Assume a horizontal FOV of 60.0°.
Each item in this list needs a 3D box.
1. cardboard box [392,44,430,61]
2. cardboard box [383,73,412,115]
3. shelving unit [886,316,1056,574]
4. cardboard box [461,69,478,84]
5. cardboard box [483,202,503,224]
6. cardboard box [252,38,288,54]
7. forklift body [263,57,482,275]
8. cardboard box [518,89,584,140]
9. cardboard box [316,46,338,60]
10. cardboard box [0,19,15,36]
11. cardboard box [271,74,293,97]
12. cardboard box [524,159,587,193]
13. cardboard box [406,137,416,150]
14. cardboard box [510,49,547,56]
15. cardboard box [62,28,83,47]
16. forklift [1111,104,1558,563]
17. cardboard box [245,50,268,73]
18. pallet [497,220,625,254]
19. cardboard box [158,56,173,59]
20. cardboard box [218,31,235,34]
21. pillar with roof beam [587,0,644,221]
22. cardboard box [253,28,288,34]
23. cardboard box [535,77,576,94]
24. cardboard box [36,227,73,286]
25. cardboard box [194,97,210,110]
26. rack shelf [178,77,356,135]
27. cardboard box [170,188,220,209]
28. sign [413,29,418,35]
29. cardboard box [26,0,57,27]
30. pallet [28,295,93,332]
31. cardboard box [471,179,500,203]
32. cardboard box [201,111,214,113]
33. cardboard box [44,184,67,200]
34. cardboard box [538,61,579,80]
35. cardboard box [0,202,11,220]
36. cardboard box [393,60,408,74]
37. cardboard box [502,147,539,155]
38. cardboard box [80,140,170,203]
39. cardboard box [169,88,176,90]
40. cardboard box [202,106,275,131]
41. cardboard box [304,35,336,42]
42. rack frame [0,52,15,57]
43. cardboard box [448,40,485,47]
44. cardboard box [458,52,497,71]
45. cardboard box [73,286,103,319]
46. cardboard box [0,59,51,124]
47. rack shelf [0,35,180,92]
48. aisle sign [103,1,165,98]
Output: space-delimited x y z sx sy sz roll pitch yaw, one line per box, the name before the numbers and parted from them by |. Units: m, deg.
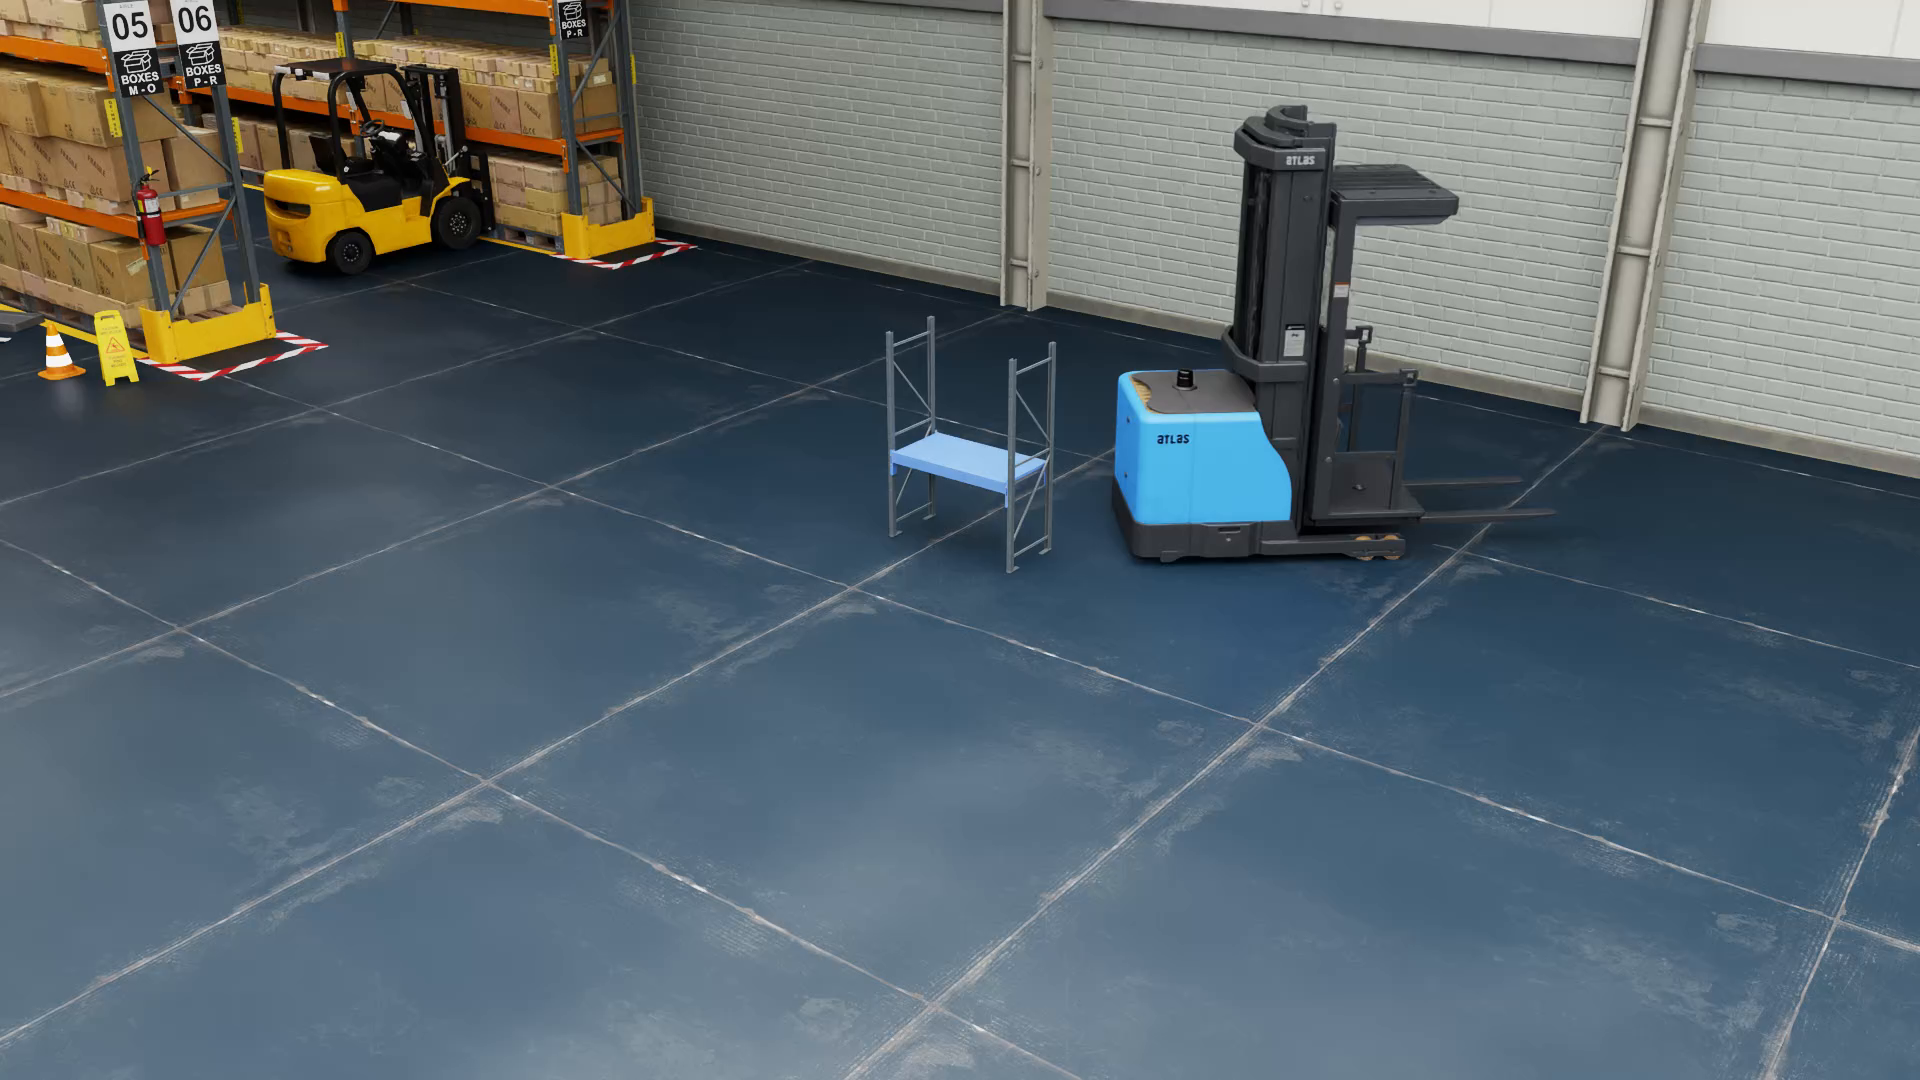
cardboard box | -6.626 -5.895 20.113 0.250 0.149 0.380 18 29 34
cardboard box | -6.696 -5.511 20.414 0.500 0.500 0.500 17 29 34
shelving unit | 0.068 -0.666 11.401 1.048 1.500 0.538 17 29 33
cardboard box | -5.607 -5.449 19.468 0.250 0.149 0.380 17 29 34
cardboard box | -5.473 -4.003 20.005 0.500 0.250 0.500 17 29 34
cardboard box | -9.026 -6.470 21.785 0.250 0.149 0.380 16 28 32
forklift body | -6.732 -4.292 18.824 1.214 2.155 2.313 17 29 33
cardboard box | -4.671 -4.891 19.005 0.500 0.500 0.500 16 28 32
cardboard box | -7.945 -6.188 21.145 0.250 0.149 0.380 16 29 33
cardboard box | -8.803 -4.819 15.558 0.250 0.149 0.380 16 29 33
cardboard box | -8.666 -5.996 21.825 0.500 0.250 0.500 17 29 34
cardboard box | -4.676 -4.213 19.240 0.500 0.250 0.500 18 29 35
cardboard box | -6.719 -4.824 20.628 0.500 0.250 0.500 17 29 33
cardboard box | -5.085 -5.693 19.653 0.250 0.149 0.380 18 29 35
cardboard box | -7.766 -4.511 14.860 0.250 0.149 0.380 17 29 34
forklift | 2.650 -1.411 11.317 3.031 2.935 1.130 -2 24 -4
cardboard box | -9.081 -6.350 22.007 0.500 0.250 0.500 17 29 34
pallet | -4.757 -3.706 19.899 1.213 0.211 1.003 17 29 33
cardboard box | -11.277 -6.857 23.384 0.250 0.149 0.380 17 29 34
cardboard box | -10.008 -6.798 22.529 0.250 0.149 0.380 18 29 35
pillar with roof beam | -6.719 -6.626 15.628 0.400 9.000 9.100 17 29 33
cardboard box | -9.455 -6.928 22.825 0.250 0.149 0.380 16 28 32
cardboard box | -4.566 -5.147 18.782 0.250 0.149 0.380 17 29 34
cardboard box | -8.711 -2.844 16.444 0.500 0.500 0.500 16 28 32
cardboard box | -10.948 -6.390 24.307 0.250 0.149 0.380 18 29 35
rack shelf | -8.921 -5.932 22.386 4.000 0.370 1.077 17 29 33
cardboard box | -7.242 -3.242 15.700 0.250 0.149 0.380 17 29 33
sign | -6.989 -6.390 21.360 0.005 0.325 0.100 17 29 33
cardboard box | -8.059 -4.811 15.047 0.500 0.250 0.500 16 29 33
pallet | -8.756 -2.453 17.057 1.213 0.211 1.003 17 29 33
cardboard box | -5.518 -4.233 19.906 0.500 0.250 0.500 16 28 32
cardboard box | -10.691 -5.986 24.194 0.500 0.500 0.500 18 30 35
cardboard box | -8.587 -3.401 16.061 0.250 0.149 0.380 16 29 33
cardboard box | -4.533 -5.308 18.779 0.250 0.149 0.380 17 29 33
cardboard box | -9.508 -3.346 16.779 0.250 0.149 0.380 18 30 35
cardboard box | -6.637 -5.759 20.171 0.250 0.149 0.380 18 29 34
cardboard box | -5.187 -4.623 20.172 0.500 0.250 0.500 17 29 33
cardboard box | -7.694 -3.432 15.327 0.500 0.500 0.500 16 29 32
cardboard box | -12.009 -6.691 24.991 0.250 0.149 0.380 16 28 31
cardboard box | -10.031 -5.695 23.380 0.625 0.625 0.875 18 29 35
cardboard box | -8.462 -6.600 22.081 0.250 0.149 0.380 17 29 33
rack frame | -10.295 -4.175 17.506 0.127 3.000 1.000 17 29 33
cardboard box | -6.055 -6.034 20.426 0.250 0.149 0.380 16 29 32
cardboard box | -5.614 -5.584 19.406 0.250 0.149 0.380 17 29 34
cardboard box | -8.312 -2.379 16.317 0.500 0.250 0.500 17 29 33
cardboard box | -9.292 -4.378 16.233 0.500 0.500 0.700 16 28 32
rack shelf | -8.694 -4.735 15.949 4.000 0.370 1.077 17 29 33
aisle sign | -7.218 -4.289 14.540 0.004 0.787 0.394 17 29 33
